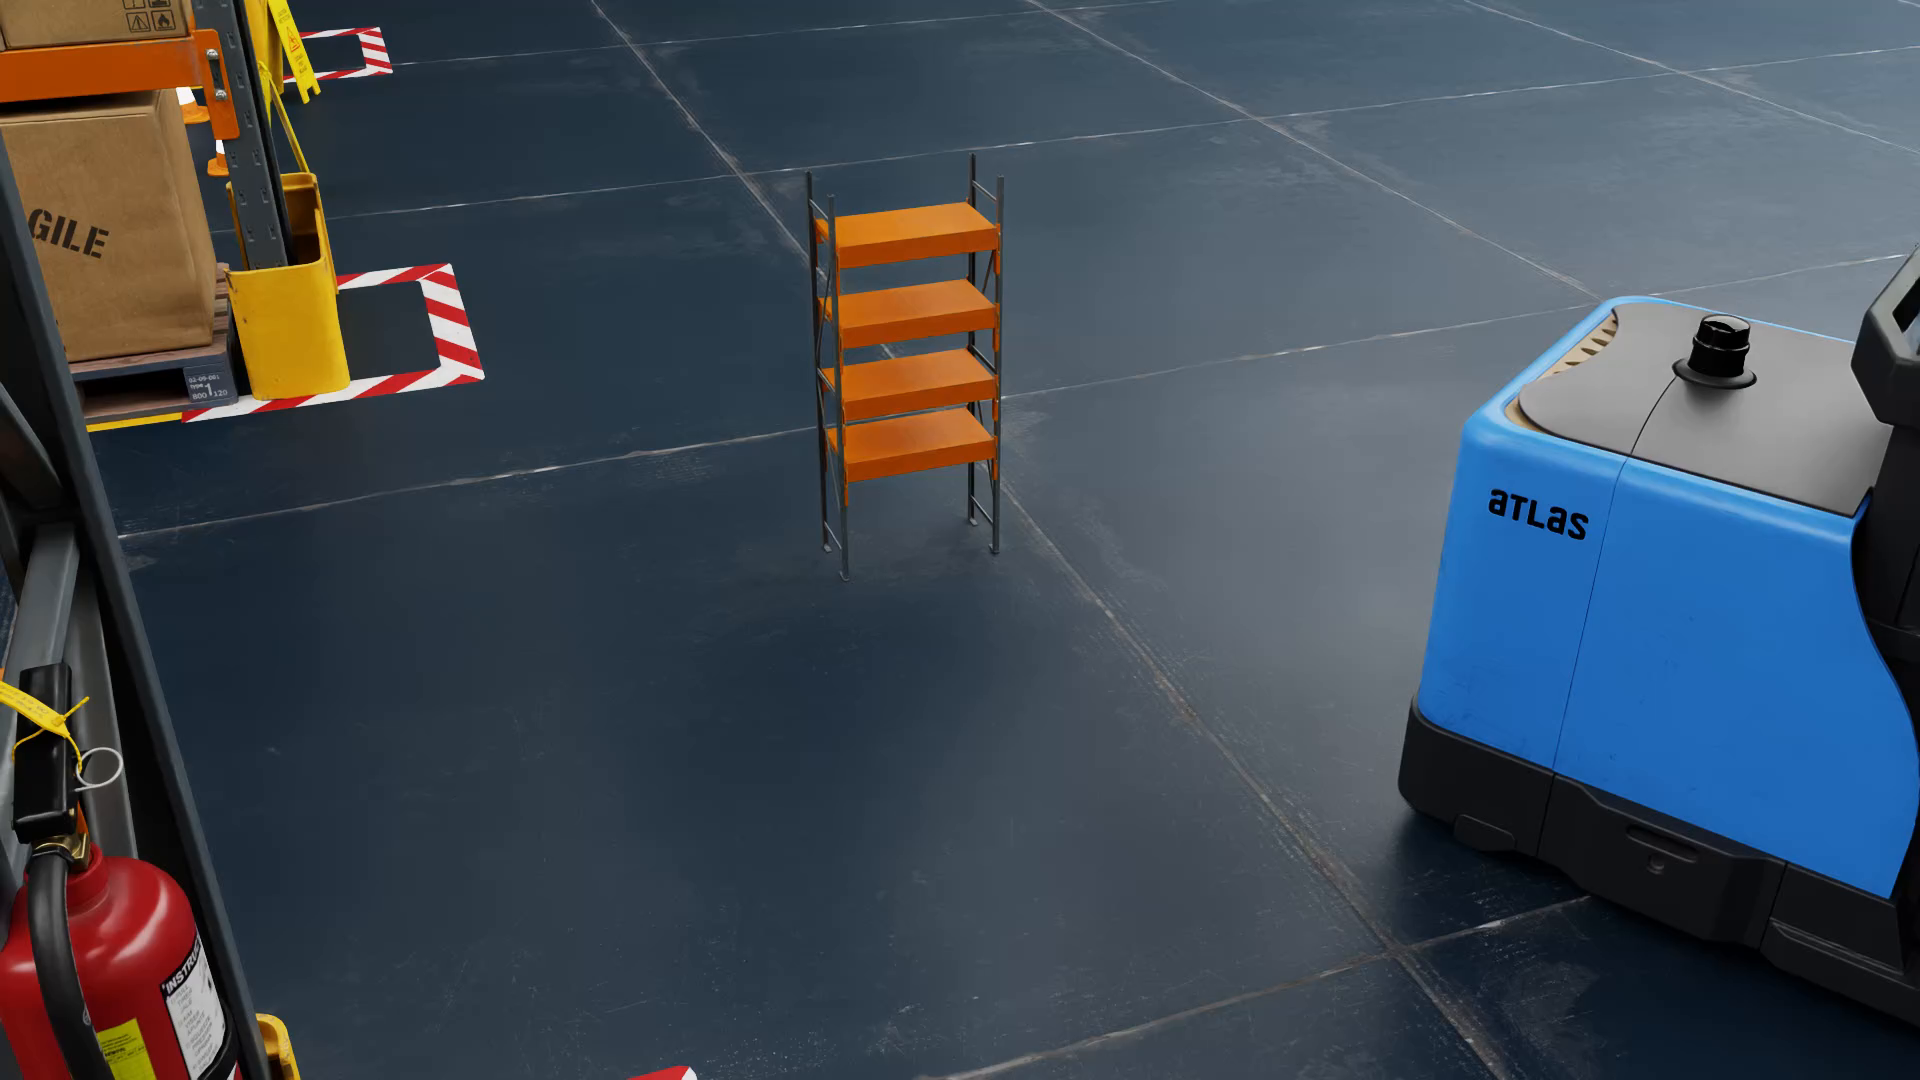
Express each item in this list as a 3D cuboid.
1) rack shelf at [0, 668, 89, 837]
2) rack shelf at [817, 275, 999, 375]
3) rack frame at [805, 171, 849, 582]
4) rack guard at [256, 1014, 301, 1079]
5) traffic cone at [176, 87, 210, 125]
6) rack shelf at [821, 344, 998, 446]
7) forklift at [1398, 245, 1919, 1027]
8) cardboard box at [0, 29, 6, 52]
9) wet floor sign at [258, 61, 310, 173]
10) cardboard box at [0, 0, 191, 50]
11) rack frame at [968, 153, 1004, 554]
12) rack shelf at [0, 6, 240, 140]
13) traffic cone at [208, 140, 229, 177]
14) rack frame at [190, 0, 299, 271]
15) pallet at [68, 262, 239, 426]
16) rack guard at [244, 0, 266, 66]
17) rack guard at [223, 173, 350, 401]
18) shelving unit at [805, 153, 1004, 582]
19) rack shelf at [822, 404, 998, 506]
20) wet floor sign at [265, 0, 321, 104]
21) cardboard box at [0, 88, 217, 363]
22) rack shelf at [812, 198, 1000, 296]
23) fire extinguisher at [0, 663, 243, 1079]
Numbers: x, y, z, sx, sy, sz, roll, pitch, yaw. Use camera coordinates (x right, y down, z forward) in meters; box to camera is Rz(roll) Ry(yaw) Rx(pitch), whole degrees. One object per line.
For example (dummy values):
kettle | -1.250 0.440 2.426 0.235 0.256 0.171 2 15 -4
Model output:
rack shelf | -2.913 0.872 1.415 4.000 0.370 1.077 -10 31 -18
rack shelf | -0.155 -0.629 4.825 0.480 0.148 0.258 -10 31 -18
rack frame | -0.384 -0.451 4.829 0.015 1.200 0.240 -10 31 -18
rack guard | -1.110 1.314 2.439 0.348 0.500 1.175 -10 31 -18
traffic cone | -4.447 -2.608 9.360 0.334 0.463 0.336 -10 31 -18
rack shelf | -0.155 -0.434 4.936 0.480 0.148 0.258 -10 31 -18
forklift | 2.542 -0.341 2.888 3.031 2.935 1.130 21 36 32
cardboard box | -3.513 -1.979 5.542 0.550 0.550 0.875 -10 31 -18
wet floor sign | -3.337 -2.005 8.117 0.232 0.644 0.267 -16 33 -26
cardboard box | -3.005 -2.084 5.726 0.550 0.550 0.875 -10 31 -18
rack frame | 0.074 -0.535 4.977 0.015 1.200 0.240 -10 31 -18
rack shelf | -4.548 -1.446 5.485 4.000 0.370 1.077 -10 31 -18
traffic cone | -3.742 -2.152 8.560 0.334 0.463 0.336 -10 31 -18
rack frame | -2.673 -2.104 5.913 0.127 3.000 1.000 -10 31 -18
pallet | -3.396 -0.718 6.297 1.213 0.211 1.003 -10 31 -18
rack guard | -4.565 -3.284 10.509 0.348 0.500 1.175 -10 31 -18
rack guard | -2.651 -1.022 6.539 0.348 0.500 1.175 -10 31 -18
shelving unit | -0.155 -0.493 4.903 0.503 1.200 0.258 -10 31 -18
rack shelf | -0.155 -0.262 5.034 0.480 0.148 0.258 -10 31 -18
wet floor sign | -3.943 -2.897 9.682 0.232 0.644 0.267 0 30 0
cardboard box | -3.286 -1.216 6.076 0.875 0.875 0.875 -10 31 -17
rack shelf | -0.155 -0.834 4.708 0.480 0.148 0.258 -10 31 -18
fire extinguisher | -0.771 0.442 1.522 0.183 0.674 0.296 -10 31 -18
